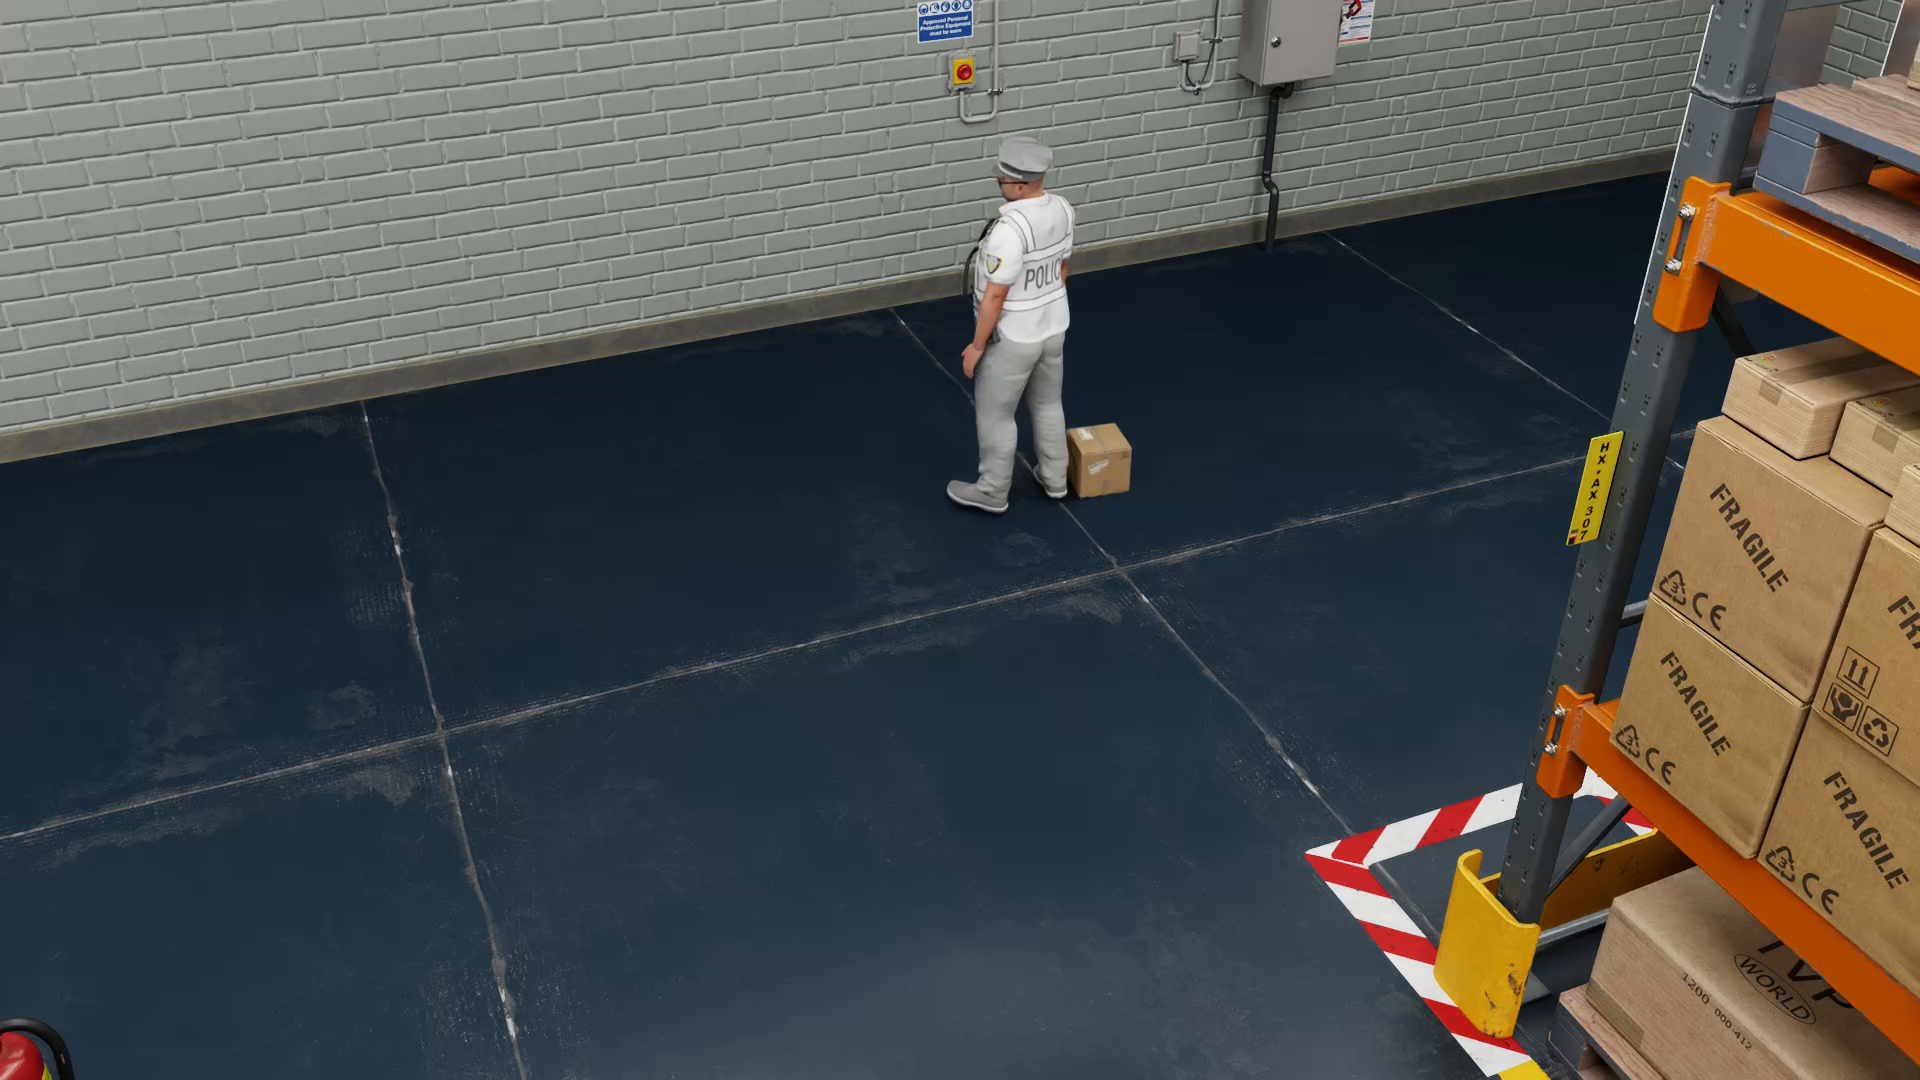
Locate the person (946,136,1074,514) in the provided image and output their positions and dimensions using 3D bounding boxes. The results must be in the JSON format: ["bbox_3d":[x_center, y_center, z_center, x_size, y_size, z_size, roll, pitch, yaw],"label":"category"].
[{"bbox_3d":[0.251,-0.954,7.537,0.467,1.763,0.622,25,41,33],"label":"person"}]
